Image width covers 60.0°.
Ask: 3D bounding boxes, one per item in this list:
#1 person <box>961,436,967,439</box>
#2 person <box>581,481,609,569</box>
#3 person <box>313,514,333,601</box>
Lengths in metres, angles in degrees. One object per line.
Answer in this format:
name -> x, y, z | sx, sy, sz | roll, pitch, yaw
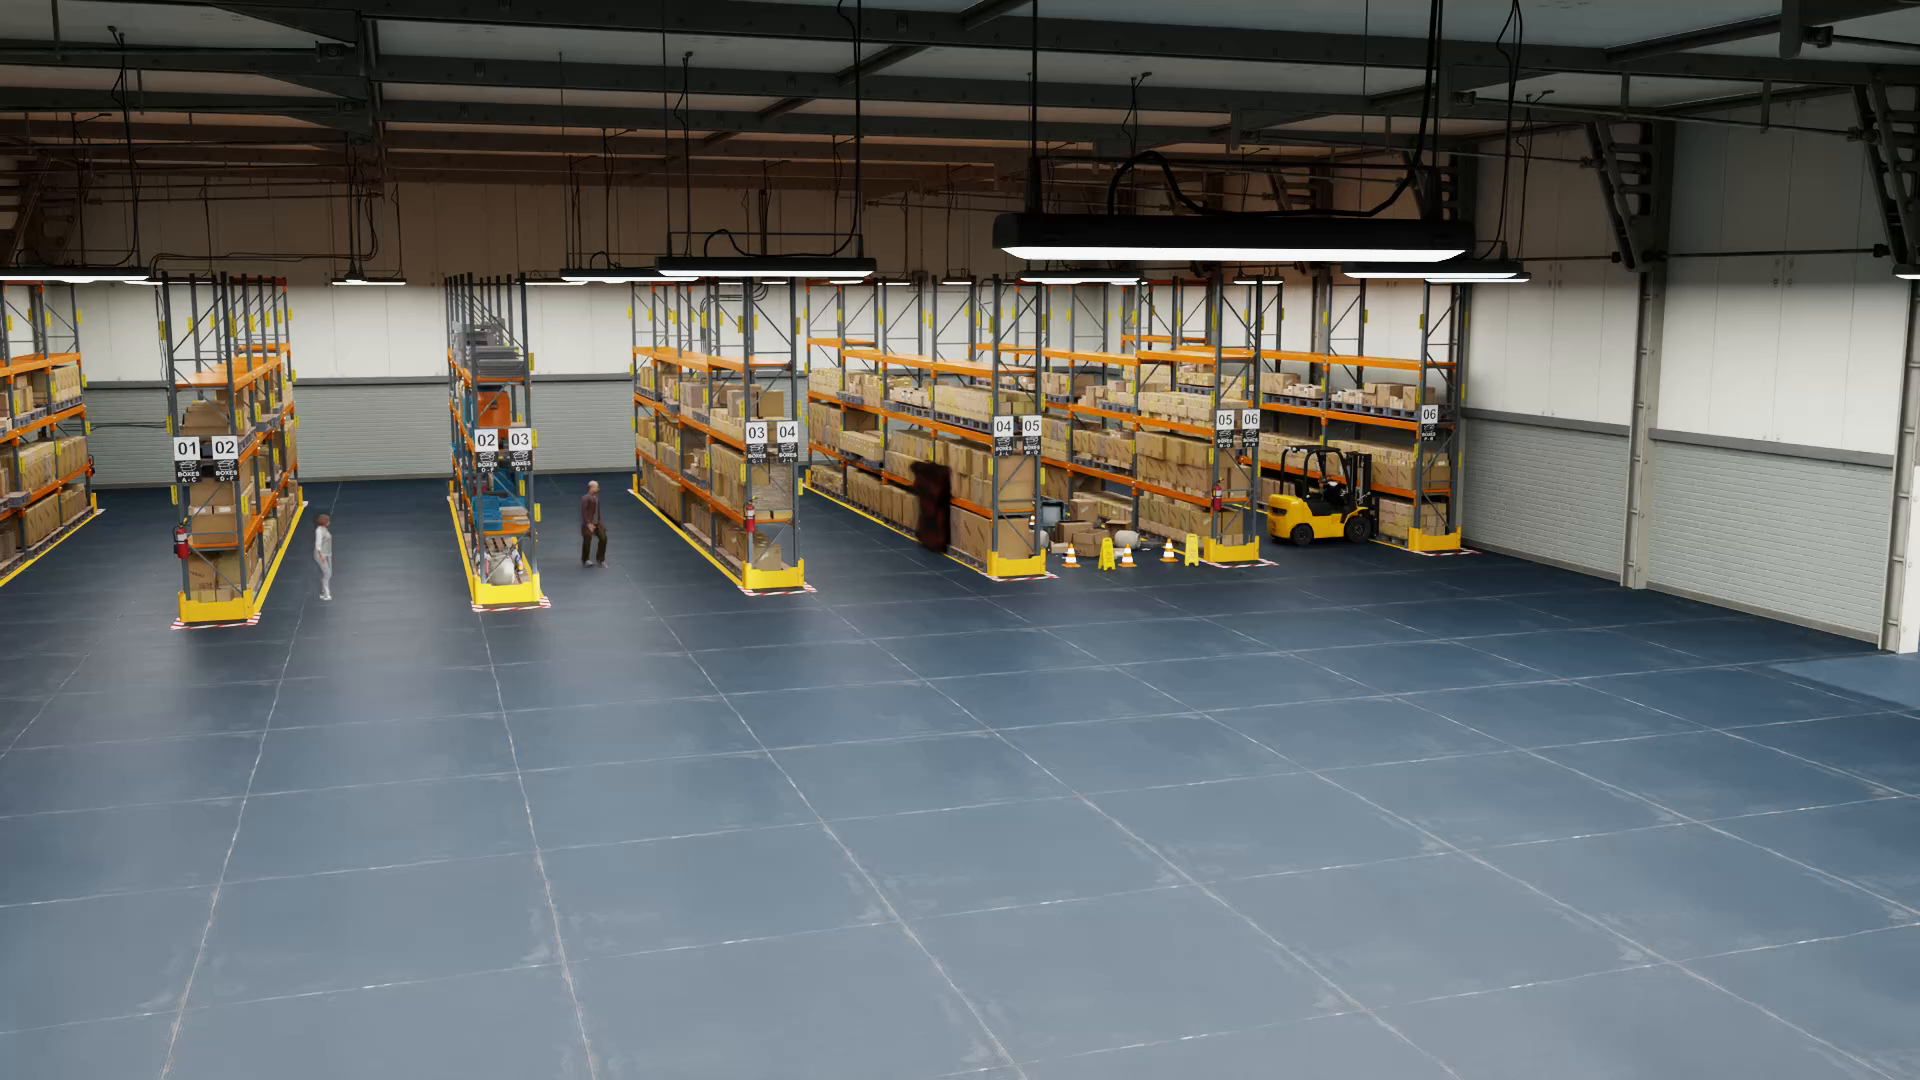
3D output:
person -> 0.140, -2.160, 46.482 | 0.404, 1.762, 0.549 | -6, 11, -35
person -> -7.614, -0.307, 34.259 | 0.540, 1.826, 0.642 | -7, 11, -41
person -> -11.788, 0.323, 30.874 | 0.447, 1.617, 0.430 | 2, 9, 13
